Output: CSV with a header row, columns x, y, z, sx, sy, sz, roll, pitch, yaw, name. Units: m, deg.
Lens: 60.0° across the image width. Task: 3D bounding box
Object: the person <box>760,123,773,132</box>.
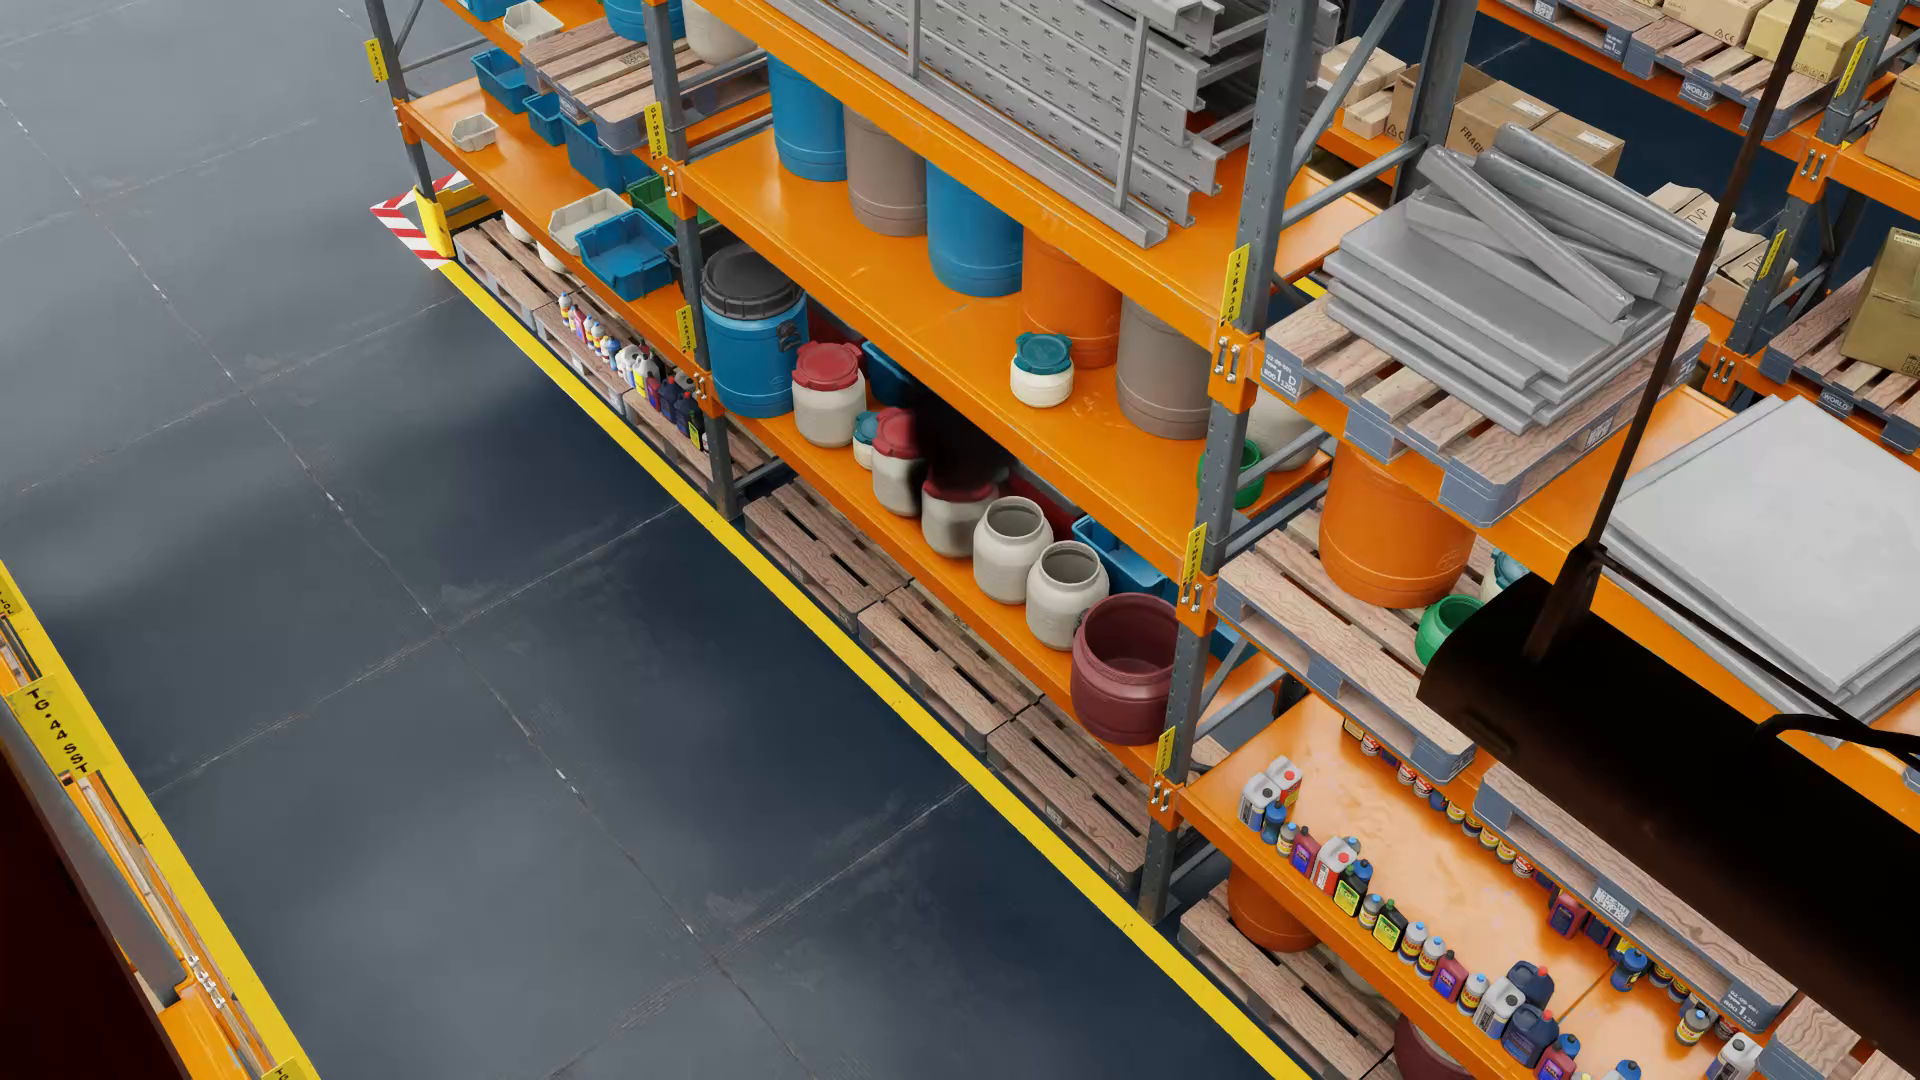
x,y,z,sx,sy,sz,roll,pitch,yaw,name
-1.173,-2.912,12.484,0.659,1.753,0.910,-25,51,-22,person
